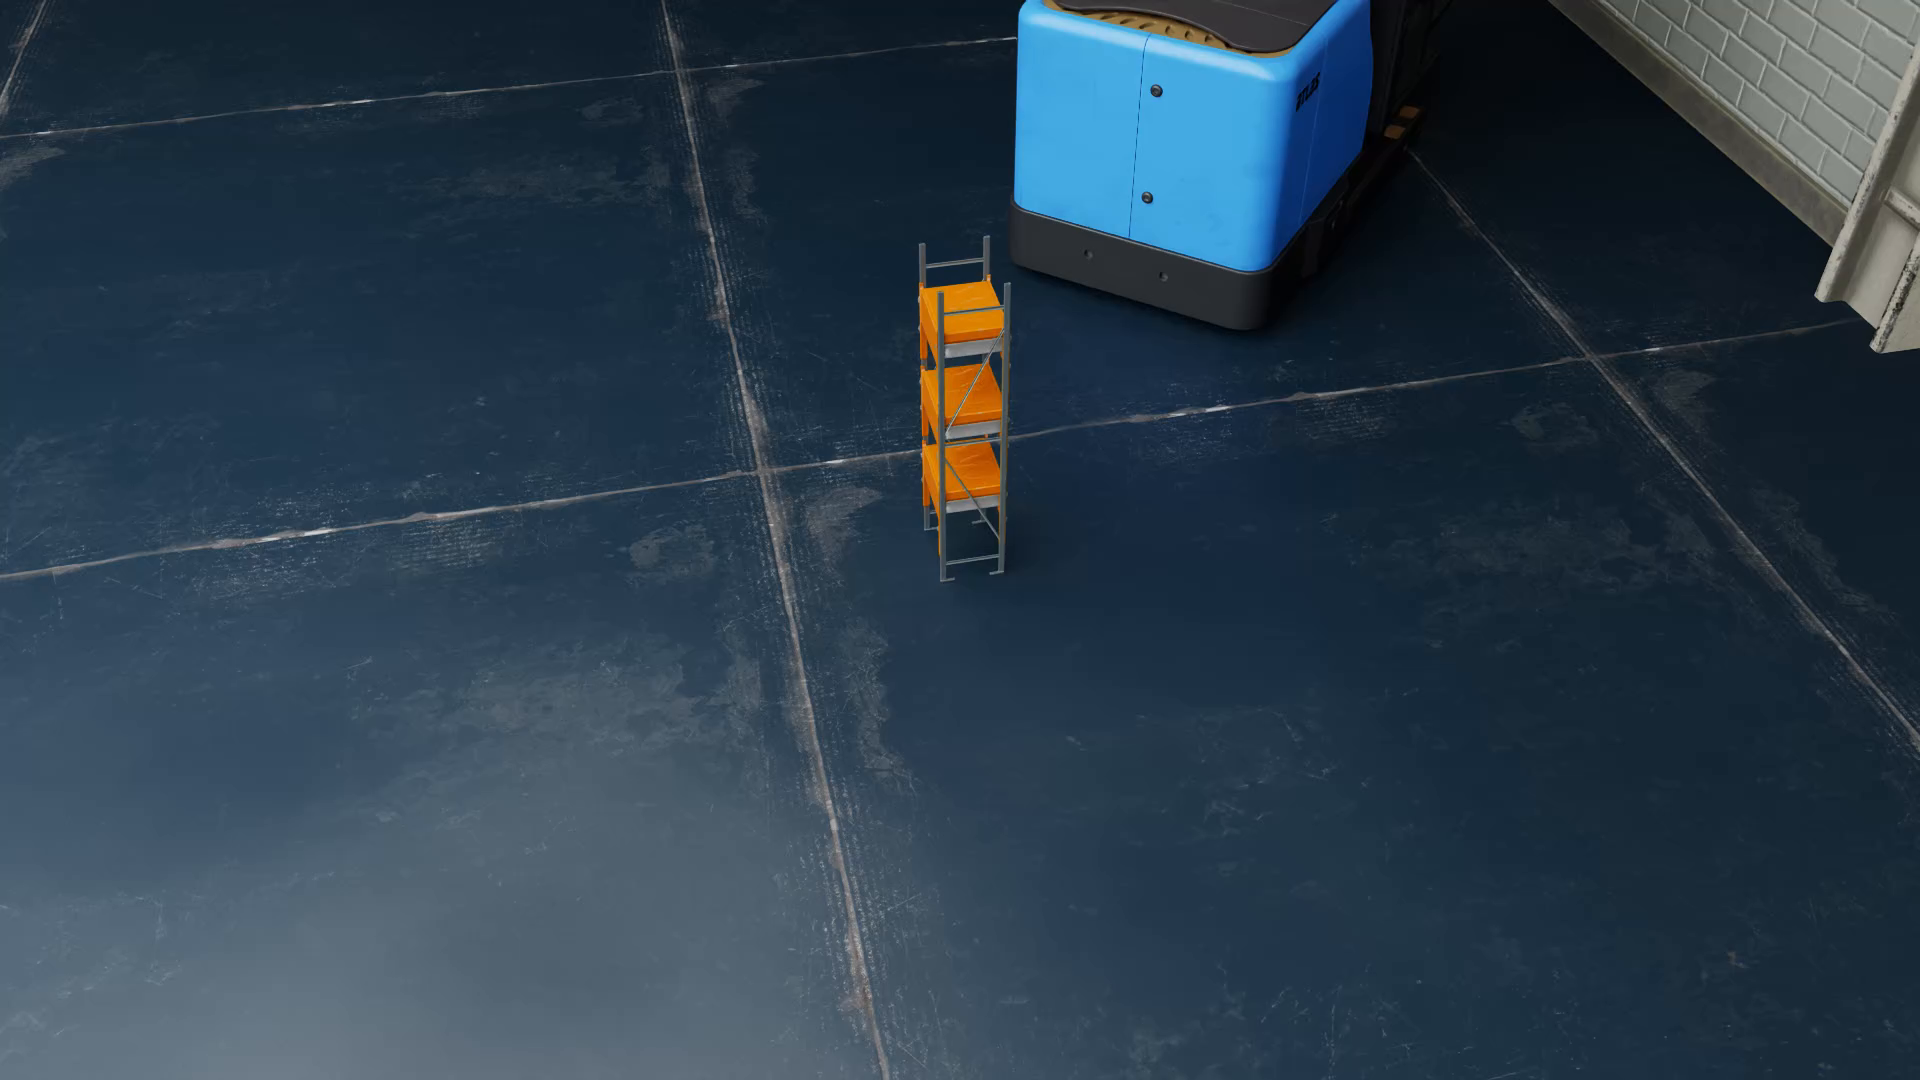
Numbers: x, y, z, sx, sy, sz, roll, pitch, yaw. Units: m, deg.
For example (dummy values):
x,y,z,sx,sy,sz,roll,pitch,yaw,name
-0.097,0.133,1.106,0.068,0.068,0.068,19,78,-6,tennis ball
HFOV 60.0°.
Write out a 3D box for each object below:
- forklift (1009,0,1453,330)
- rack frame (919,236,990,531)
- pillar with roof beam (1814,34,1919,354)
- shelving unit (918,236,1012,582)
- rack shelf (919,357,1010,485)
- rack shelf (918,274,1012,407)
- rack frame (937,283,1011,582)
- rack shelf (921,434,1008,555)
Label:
x,y,z,sx,sy,sz,roll,pitch,yaw,name
1.348,-2.817,6.216,1.130,2.935,3.031,20,46,22,forklift
-0.015,-0.437,4.951,0.200,1.050,0.008,-8,42,-9,rack frame
-0.779,-3.573,2.496,9.100,9.000,0.400,-8,42,-9,pillar with roof beam
0.012,-0.358,4.862,0.215,1.050,0.252,-8,42,-9,shelving unit
0.012,-0.350,4.869,0.215,0.259,0.240,-8,42,-9,rack shelf
0.012,-0.562,4.681,0.215,0.259,0.240,-8,42,-9,rack shelf
0.038,-0.279,4.773,0.200,1.050,0.008,-8,42,-9,rack frame
0.012,-0.142,5.054,0.215,0.259,0.240,-8,42,-9,rack shelf
